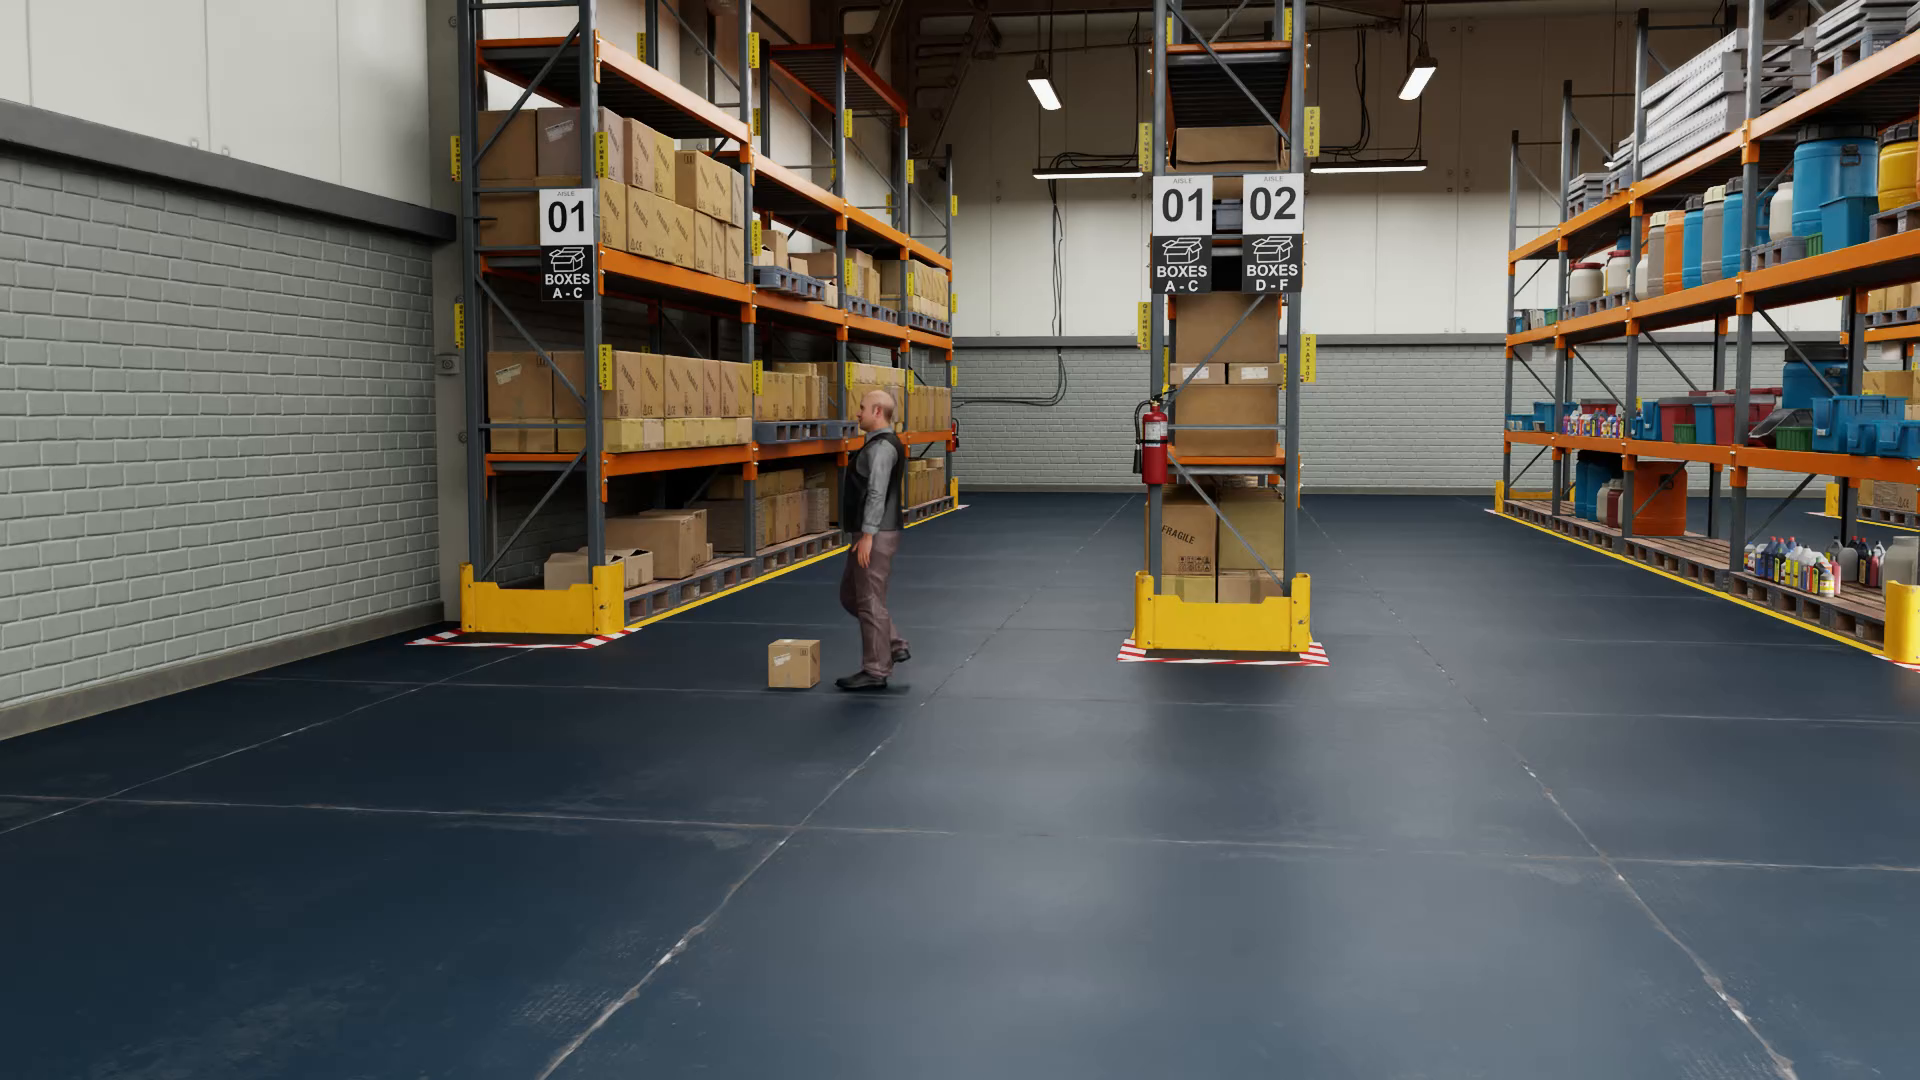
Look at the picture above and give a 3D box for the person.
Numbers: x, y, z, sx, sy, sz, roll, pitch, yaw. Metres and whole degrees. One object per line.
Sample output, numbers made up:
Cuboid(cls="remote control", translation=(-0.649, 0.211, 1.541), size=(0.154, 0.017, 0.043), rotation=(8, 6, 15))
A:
Cuboid(cls="person", translation=(-0.508, 0.037, 9.727), size=(0.432, 1.636, 0.556), rotation=(0, 4, 4))
